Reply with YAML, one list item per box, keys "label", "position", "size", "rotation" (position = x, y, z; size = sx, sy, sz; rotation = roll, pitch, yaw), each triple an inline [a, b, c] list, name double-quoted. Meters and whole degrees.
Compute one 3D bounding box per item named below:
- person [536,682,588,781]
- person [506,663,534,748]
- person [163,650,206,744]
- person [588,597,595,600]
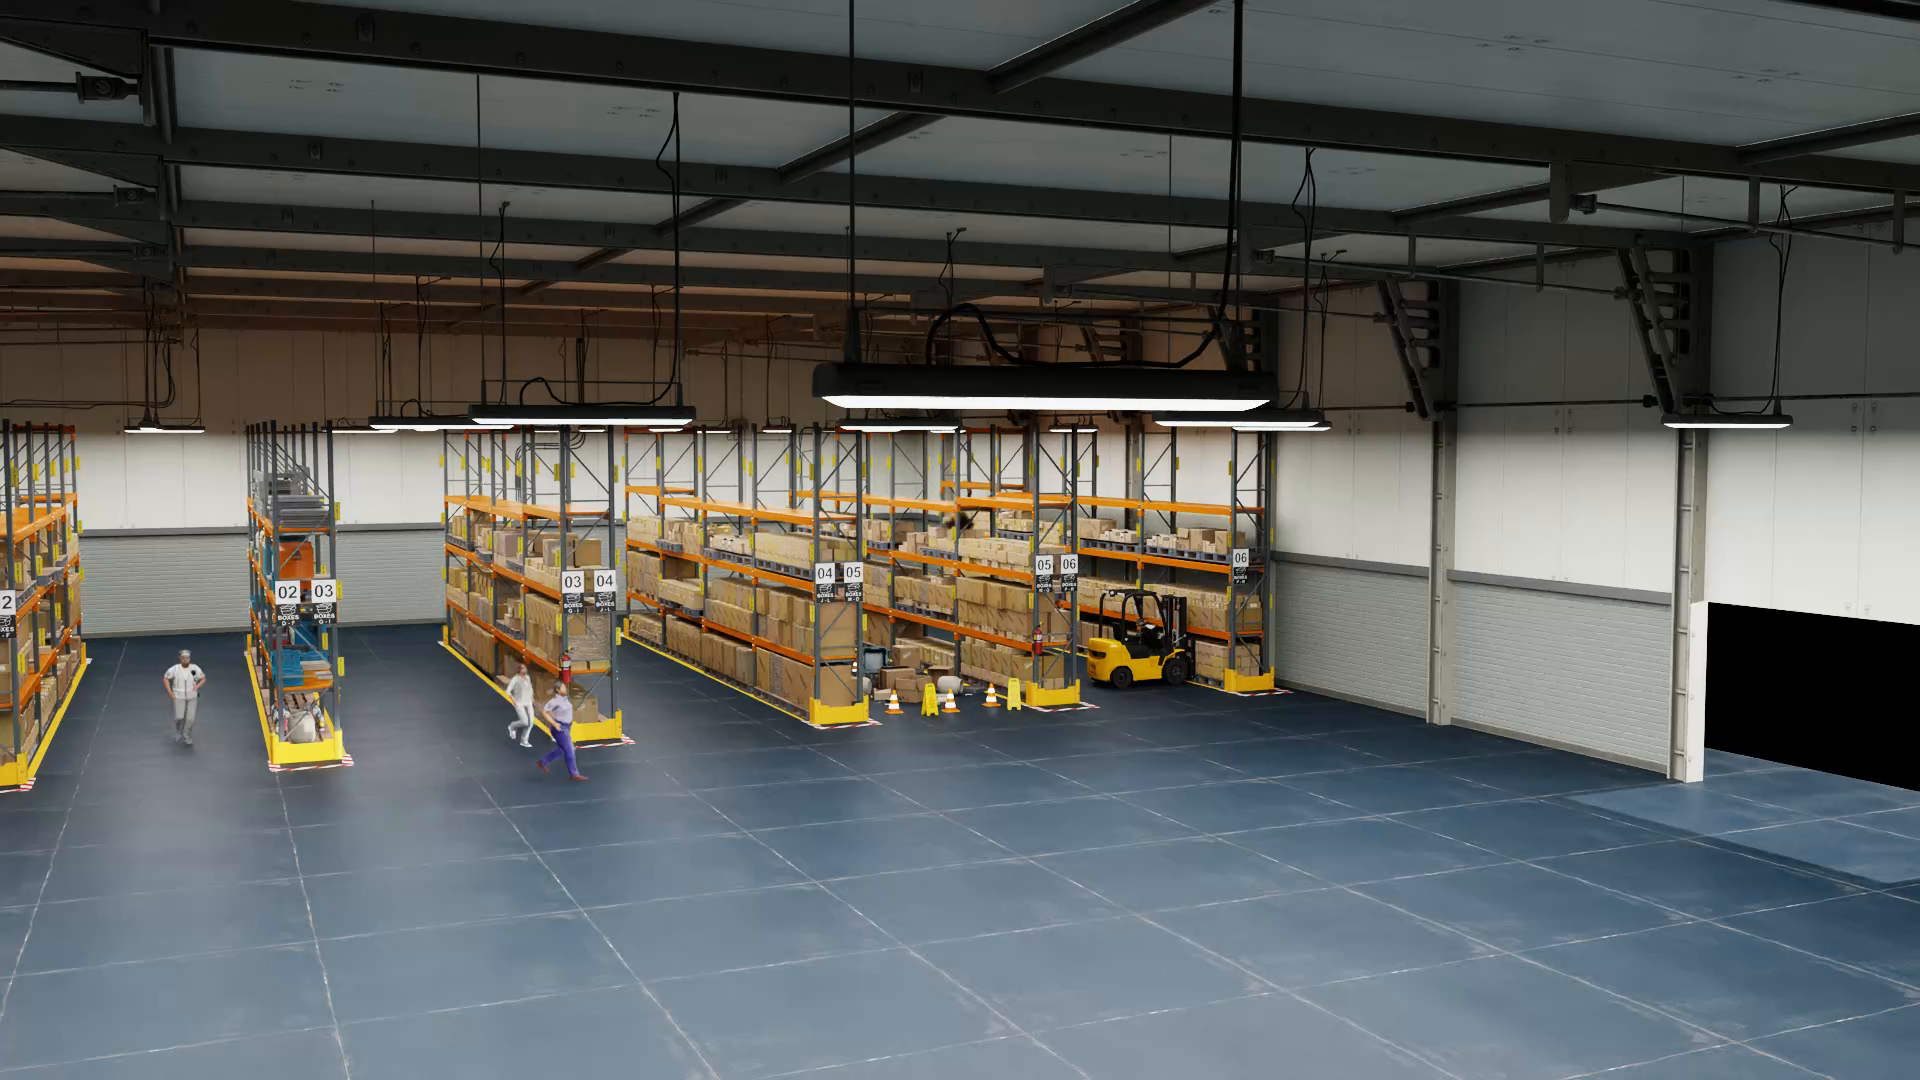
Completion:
- label: "person"
  position: [-6.633, 3.168, 27.620]
  size: [0.934, 1.615, 0.613]
  rotation: [0, 4, 5]
- label: "person"
  position: [-8.073, 3.082, 30.663]
  size: [0.517, 1.456, 0.535]
  rotation: [3, 5, 39]
- label: "person"
  position: [-14.378, 2.913, 30.879]
  size: [0.710, 1.757, 0.563]
  rotation: [-2, 4, -29]
- label: "person"
  position: [-10.003, 2.059, 45.511]
  size: [0.606, 1.692, 0.793]
  rotation: [-1, 4, -11]
